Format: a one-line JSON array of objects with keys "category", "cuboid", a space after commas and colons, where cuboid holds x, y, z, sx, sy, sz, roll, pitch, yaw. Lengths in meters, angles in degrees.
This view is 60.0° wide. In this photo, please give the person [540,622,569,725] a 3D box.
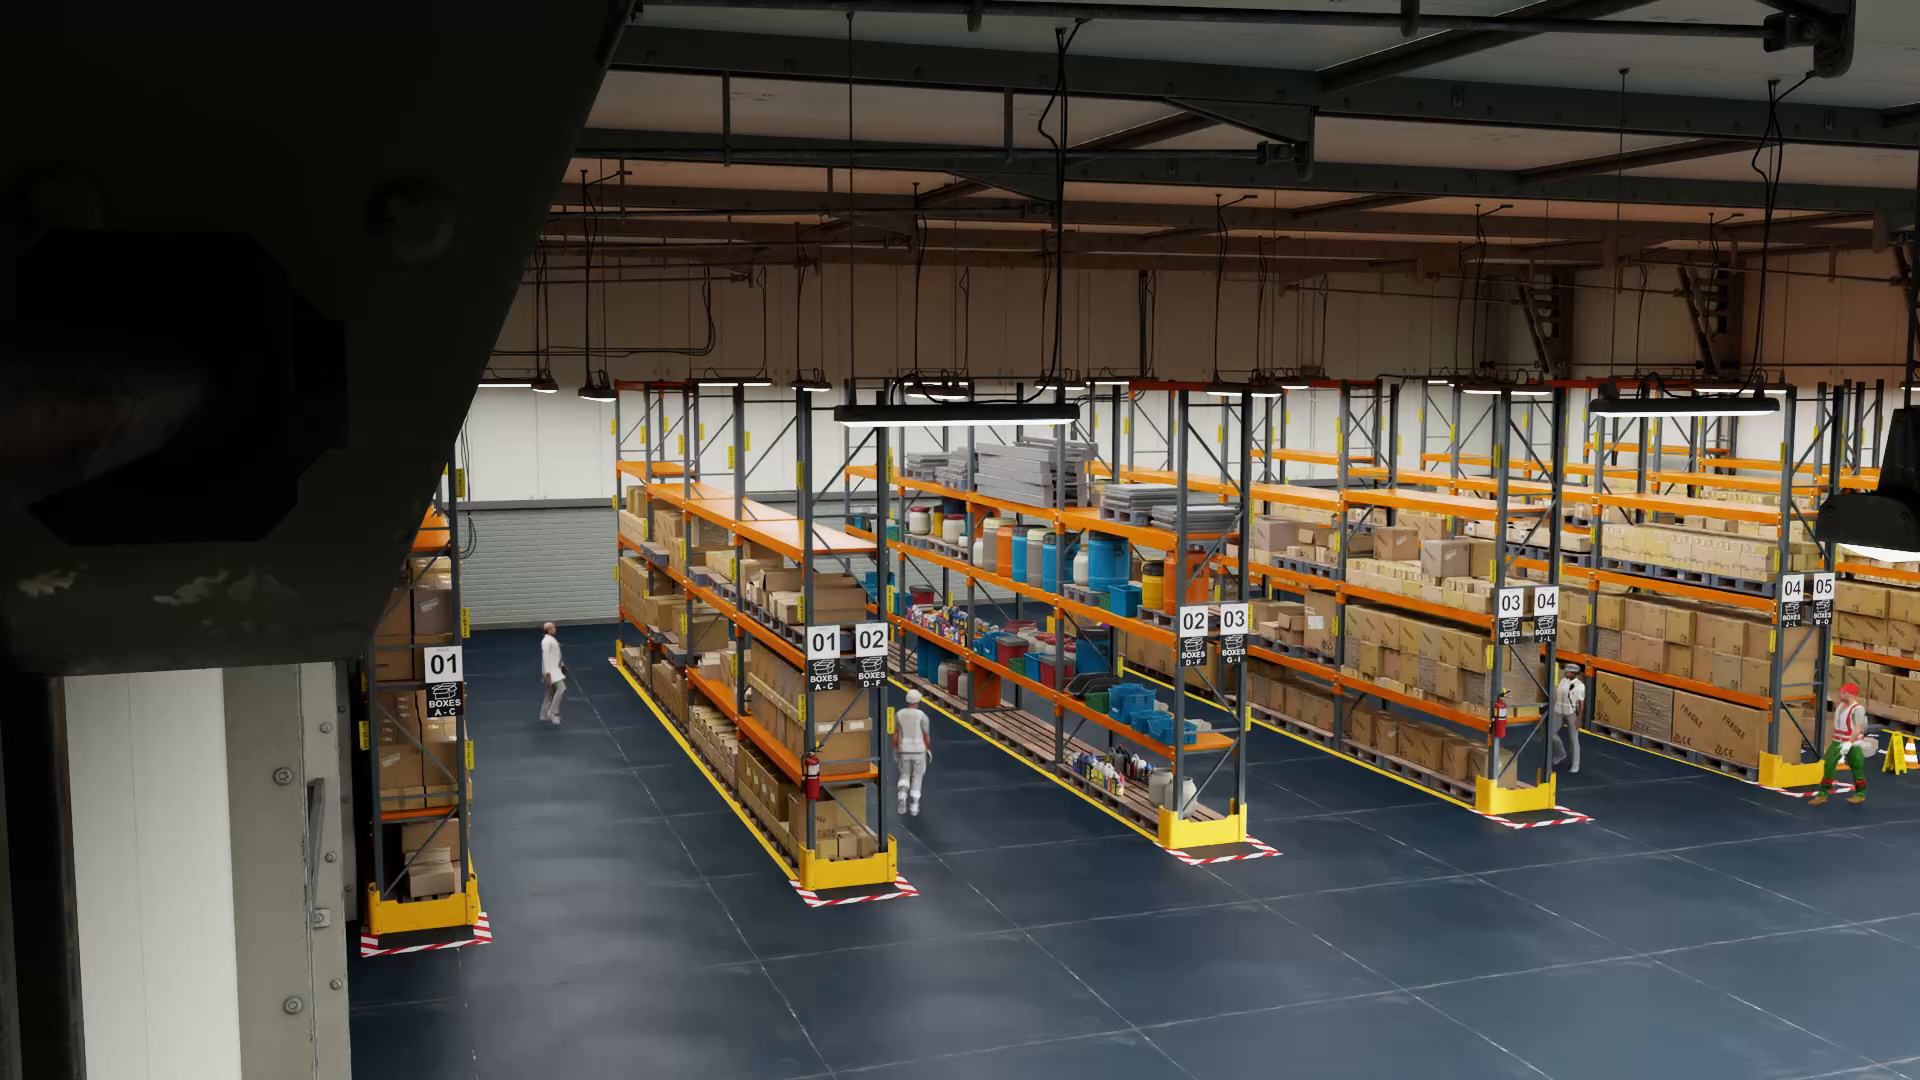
[{"category": "person", "cuboid": [-7.202, 2.364, 29.449, 0.550, 1.838, 0.634, 1, 6, 10]}]

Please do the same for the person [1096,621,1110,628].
[{"category": "person", "cuboid": [2.722, 2.097, 31.880, 0.506, 1.798, 0.630, 3, 7, 27]}]

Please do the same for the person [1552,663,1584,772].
[{"category": "person", "cuboid": [9.500, 2.749, 26.021, 0.423, 1.683, 0.556, -5, 8, -42]}]

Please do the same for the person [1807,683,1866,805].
[{"category": "person", "cuboid": [12.658, 2.923, 23.816, 0.832, 1.780, 0.559, -3, 7, -27]}]

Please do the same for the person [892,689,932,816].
[{"category": "person", "cuboid": [-0.678, 2.968, 23.266, 0.554, 1.784, 0.497, 2, 6, 15]}]
